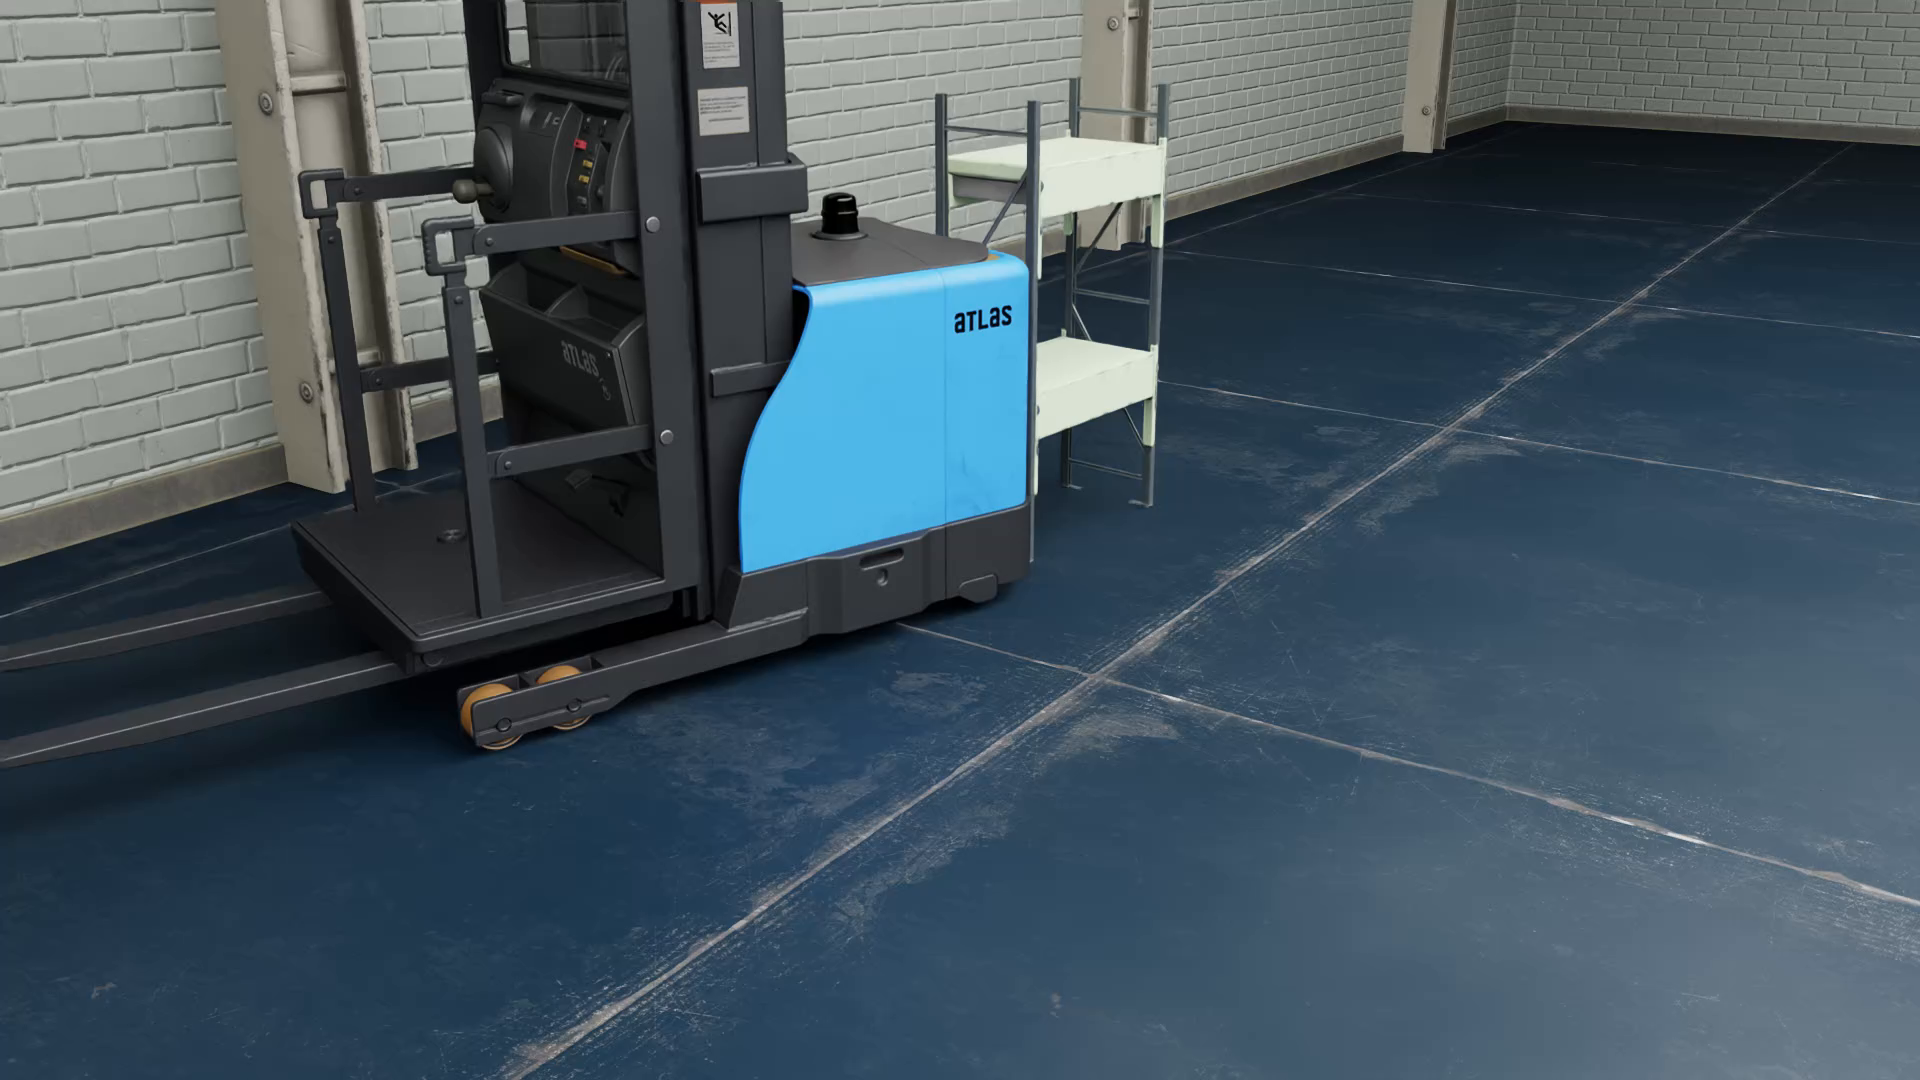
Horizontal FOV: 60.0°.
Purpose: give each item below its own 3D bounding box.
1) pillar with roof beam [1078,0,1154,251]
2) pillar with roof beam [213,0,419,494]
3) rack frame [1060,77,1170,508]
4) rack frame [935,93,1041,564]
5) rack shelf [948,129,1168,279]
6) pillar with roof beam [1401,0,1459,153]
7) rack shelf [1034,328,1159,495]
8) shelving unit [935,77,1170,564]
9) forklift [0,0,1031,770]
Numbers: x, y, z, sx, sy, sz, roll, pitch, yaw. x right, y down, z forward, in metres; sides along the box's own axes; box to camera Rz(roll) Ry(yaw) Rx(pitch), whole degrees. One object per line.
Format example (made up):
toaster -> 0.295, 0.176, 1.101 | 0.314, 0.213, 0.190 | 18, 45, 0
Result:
pillar with roof beam -> 4.570, -5.362, 7.290 | 9.100, 9.000, 0.400 | 13, 24, 32
pillar with roof beam -> 1.197, -3.640, 2.635 | 9.100, 9.000, 0.400 | 13, 24, 32
rack frame -> 0.544, -0.867, 5.947 | 0.400, 1.500, 0.023 | 16, 25, 36
rack frame -> 0.083, -0.670, 5.414 | 0.400, 1.500, 0.023 | 16, 25, 36
rack shelf -> 0.314, -1.134, 5.545 | 0.431, 0.370, 0.720 | 16, 25, 36
pillar with roof beam -> 7.943, -7.083, 11.944 | 9.100, 9.000, 0.400 | 13, 24, 32
rack shelf -> 0.314, -0.463, 5.794 | 0.431, 0.370, 0.720 | 16, 25, 36
shelving unit -> 0.314, -0.768, 5.680 | 0.431, 1.500, 0.755 | 16, 25, 36
forklift -> -1.269, -1.040, 4.352 | 3.031, 2.935, 1.130 | -14, 25, -34
